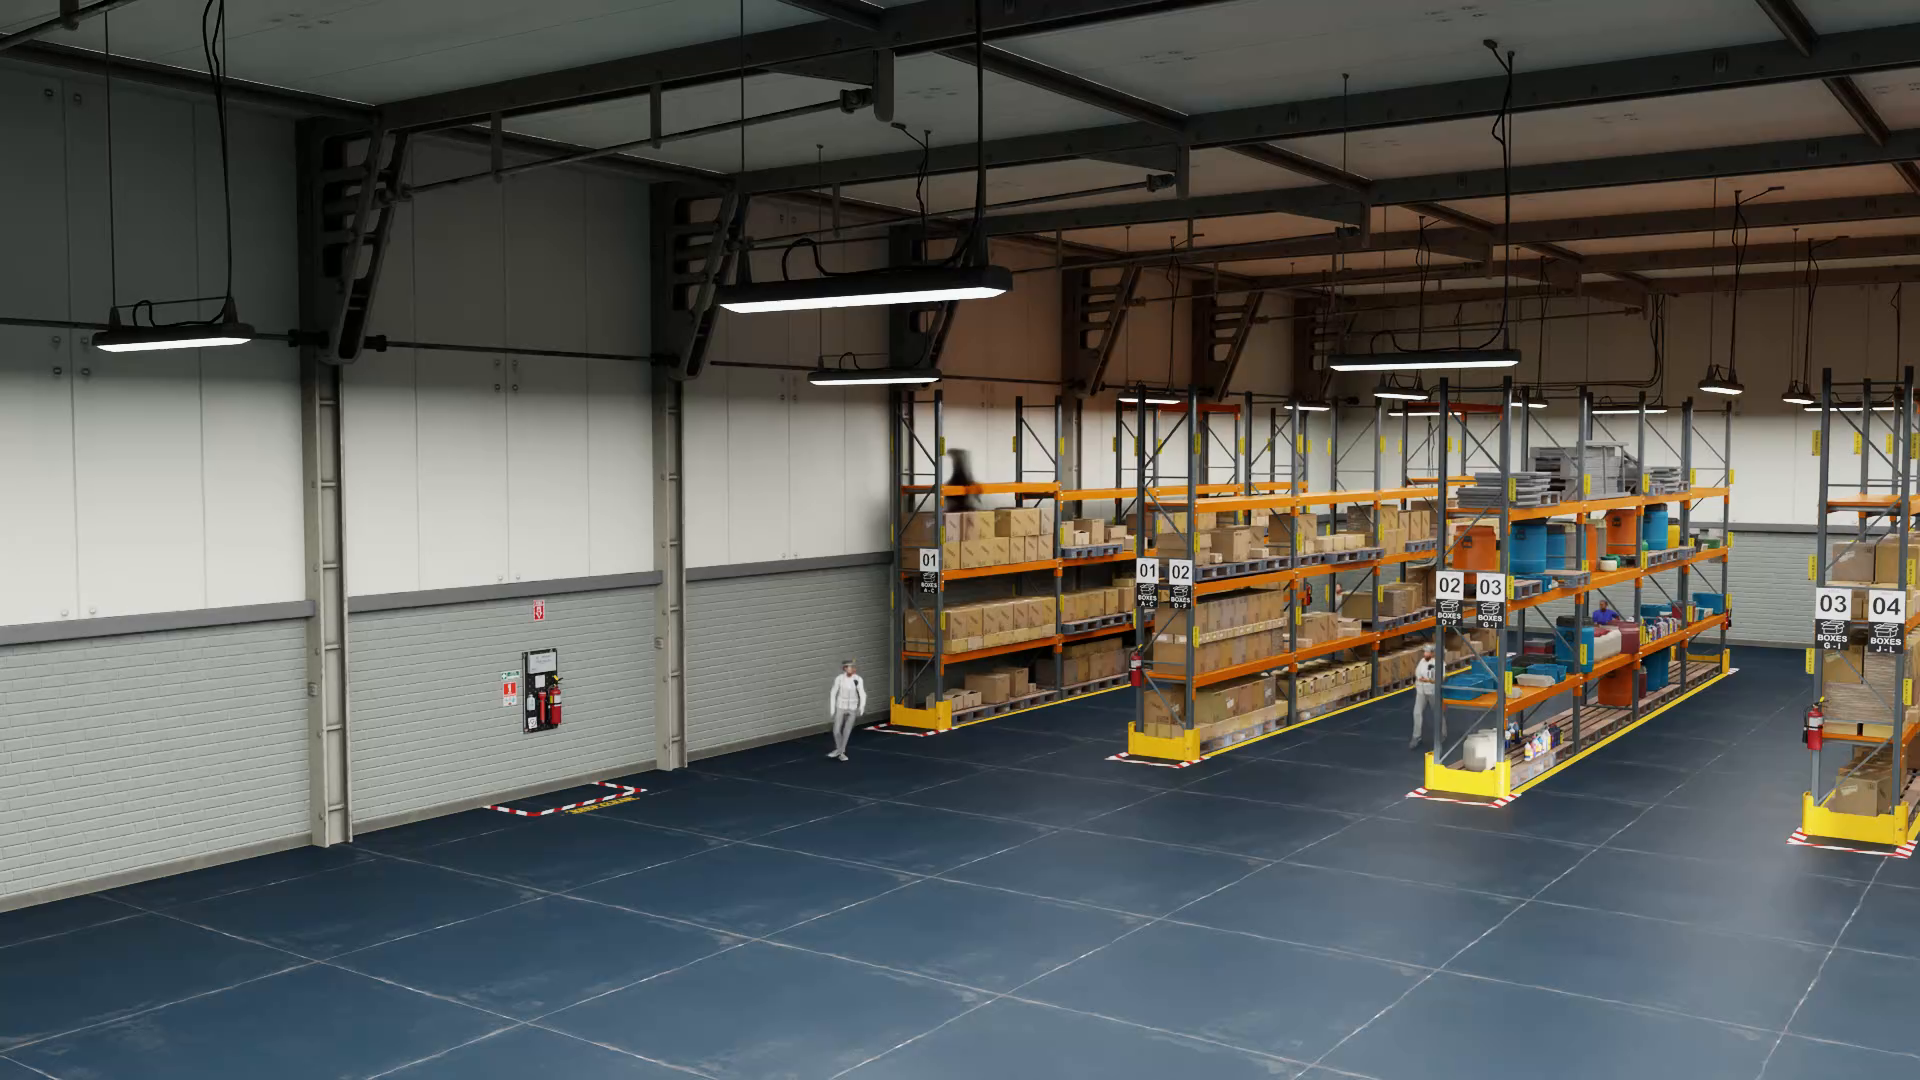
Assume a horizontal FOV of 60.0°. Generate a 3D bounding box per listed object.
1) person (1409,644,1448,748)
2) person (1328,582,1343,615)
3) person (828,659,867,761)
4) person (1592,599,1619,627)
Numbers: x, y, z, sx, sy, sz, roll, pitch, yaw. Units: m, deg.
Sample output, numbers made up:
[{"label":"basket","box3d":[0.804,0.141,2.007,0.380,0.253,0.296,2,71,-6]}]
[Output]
[{"label":"person","box3d":[7.865,2.591,27.761,0.808,1.713,0.574,-3,5,-45]},{"label":"person","box3d":[9.384,1.861,41.116,0.581,1.630,0.616,2,4,28]},{"label":"person","box3d":[-1.780,2.693,26.336,0.600,1.645,0.608,-1,3,-12]},{"label":"person","box3d":[14.342,2.119,36.958,0.582,1.632,0.955,2,4,31]}]
